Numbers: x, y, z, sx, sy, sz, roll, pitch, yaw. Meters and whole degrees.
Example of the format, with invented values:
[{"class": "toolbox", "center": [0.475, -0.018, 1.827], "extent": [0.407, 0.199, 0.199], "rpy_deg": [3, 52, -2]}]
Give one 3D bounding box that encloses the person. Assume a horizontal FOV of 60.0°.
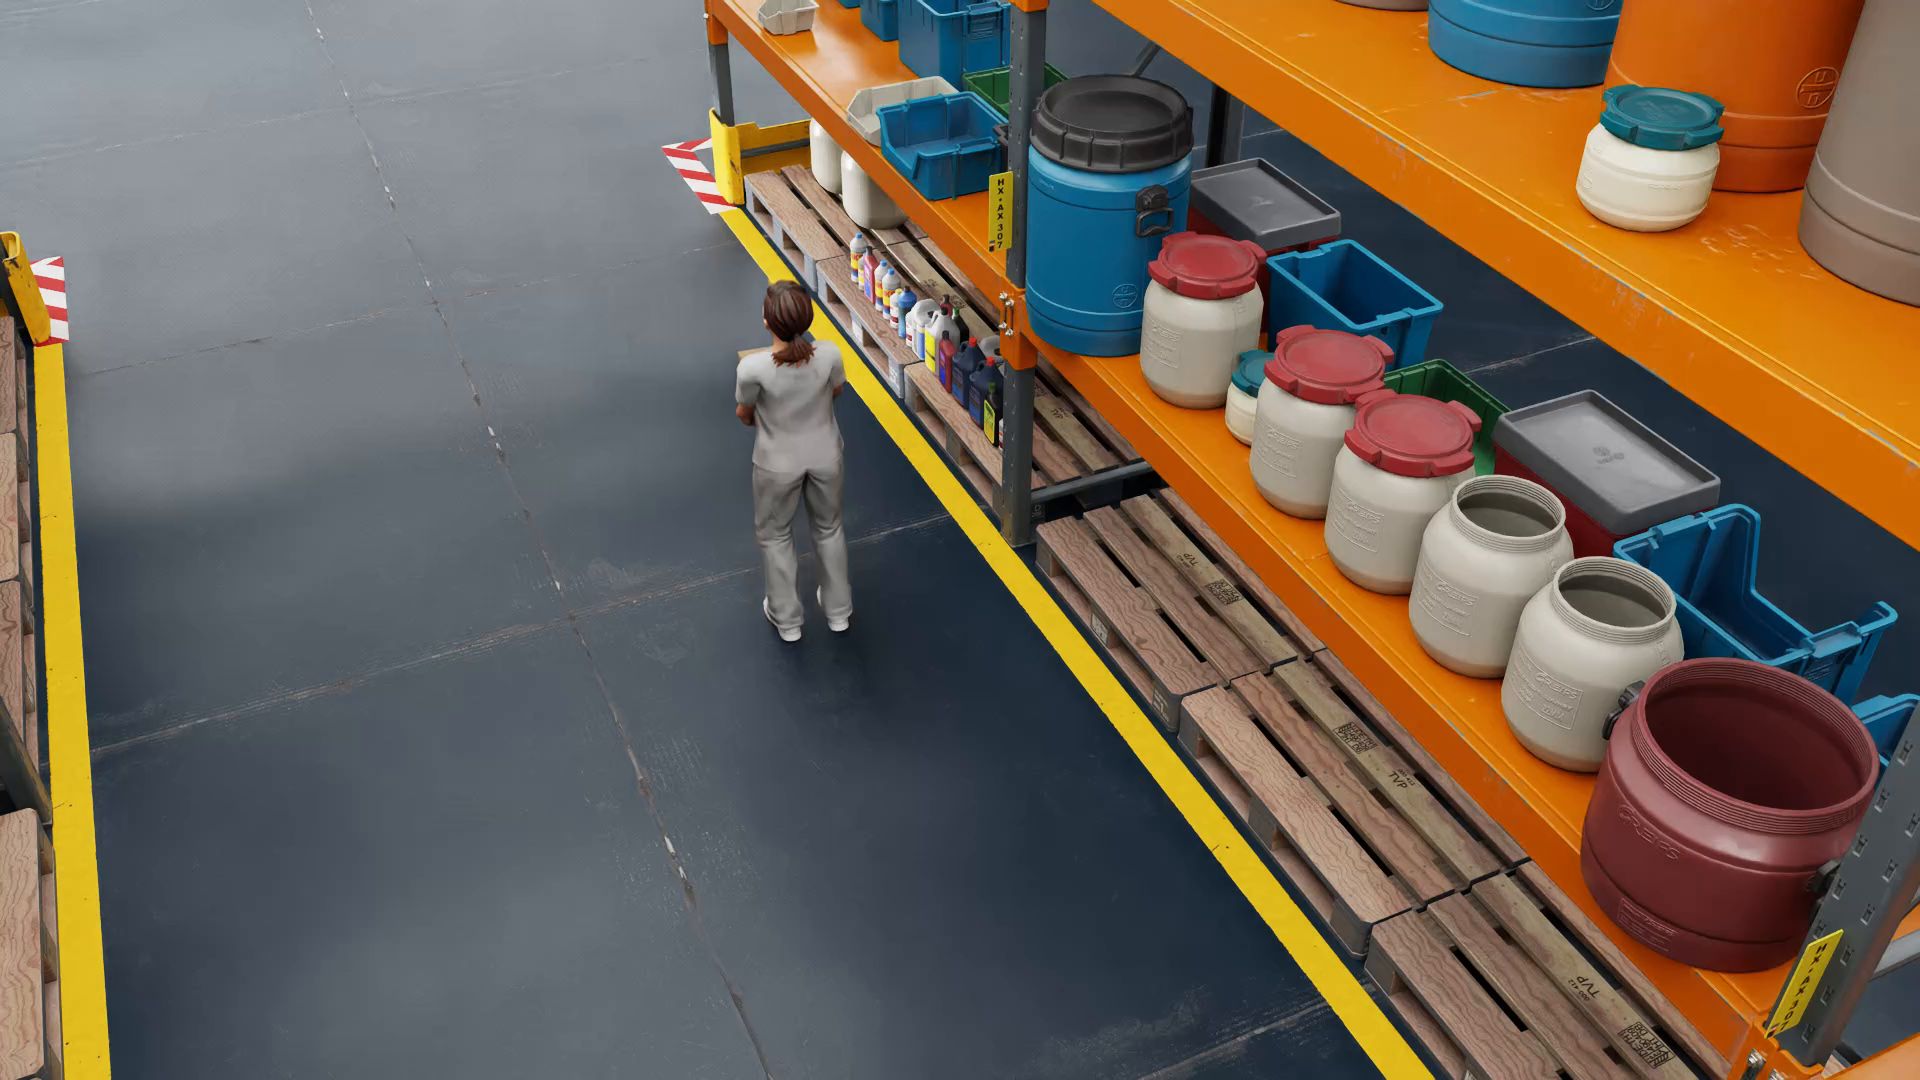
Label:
[{"class": "person", "center": [-0.667, -0.347, 6.614], "extent": [0.438, 1.662, 0.559], "rpy_deg": [-12, 39, -16]}]
